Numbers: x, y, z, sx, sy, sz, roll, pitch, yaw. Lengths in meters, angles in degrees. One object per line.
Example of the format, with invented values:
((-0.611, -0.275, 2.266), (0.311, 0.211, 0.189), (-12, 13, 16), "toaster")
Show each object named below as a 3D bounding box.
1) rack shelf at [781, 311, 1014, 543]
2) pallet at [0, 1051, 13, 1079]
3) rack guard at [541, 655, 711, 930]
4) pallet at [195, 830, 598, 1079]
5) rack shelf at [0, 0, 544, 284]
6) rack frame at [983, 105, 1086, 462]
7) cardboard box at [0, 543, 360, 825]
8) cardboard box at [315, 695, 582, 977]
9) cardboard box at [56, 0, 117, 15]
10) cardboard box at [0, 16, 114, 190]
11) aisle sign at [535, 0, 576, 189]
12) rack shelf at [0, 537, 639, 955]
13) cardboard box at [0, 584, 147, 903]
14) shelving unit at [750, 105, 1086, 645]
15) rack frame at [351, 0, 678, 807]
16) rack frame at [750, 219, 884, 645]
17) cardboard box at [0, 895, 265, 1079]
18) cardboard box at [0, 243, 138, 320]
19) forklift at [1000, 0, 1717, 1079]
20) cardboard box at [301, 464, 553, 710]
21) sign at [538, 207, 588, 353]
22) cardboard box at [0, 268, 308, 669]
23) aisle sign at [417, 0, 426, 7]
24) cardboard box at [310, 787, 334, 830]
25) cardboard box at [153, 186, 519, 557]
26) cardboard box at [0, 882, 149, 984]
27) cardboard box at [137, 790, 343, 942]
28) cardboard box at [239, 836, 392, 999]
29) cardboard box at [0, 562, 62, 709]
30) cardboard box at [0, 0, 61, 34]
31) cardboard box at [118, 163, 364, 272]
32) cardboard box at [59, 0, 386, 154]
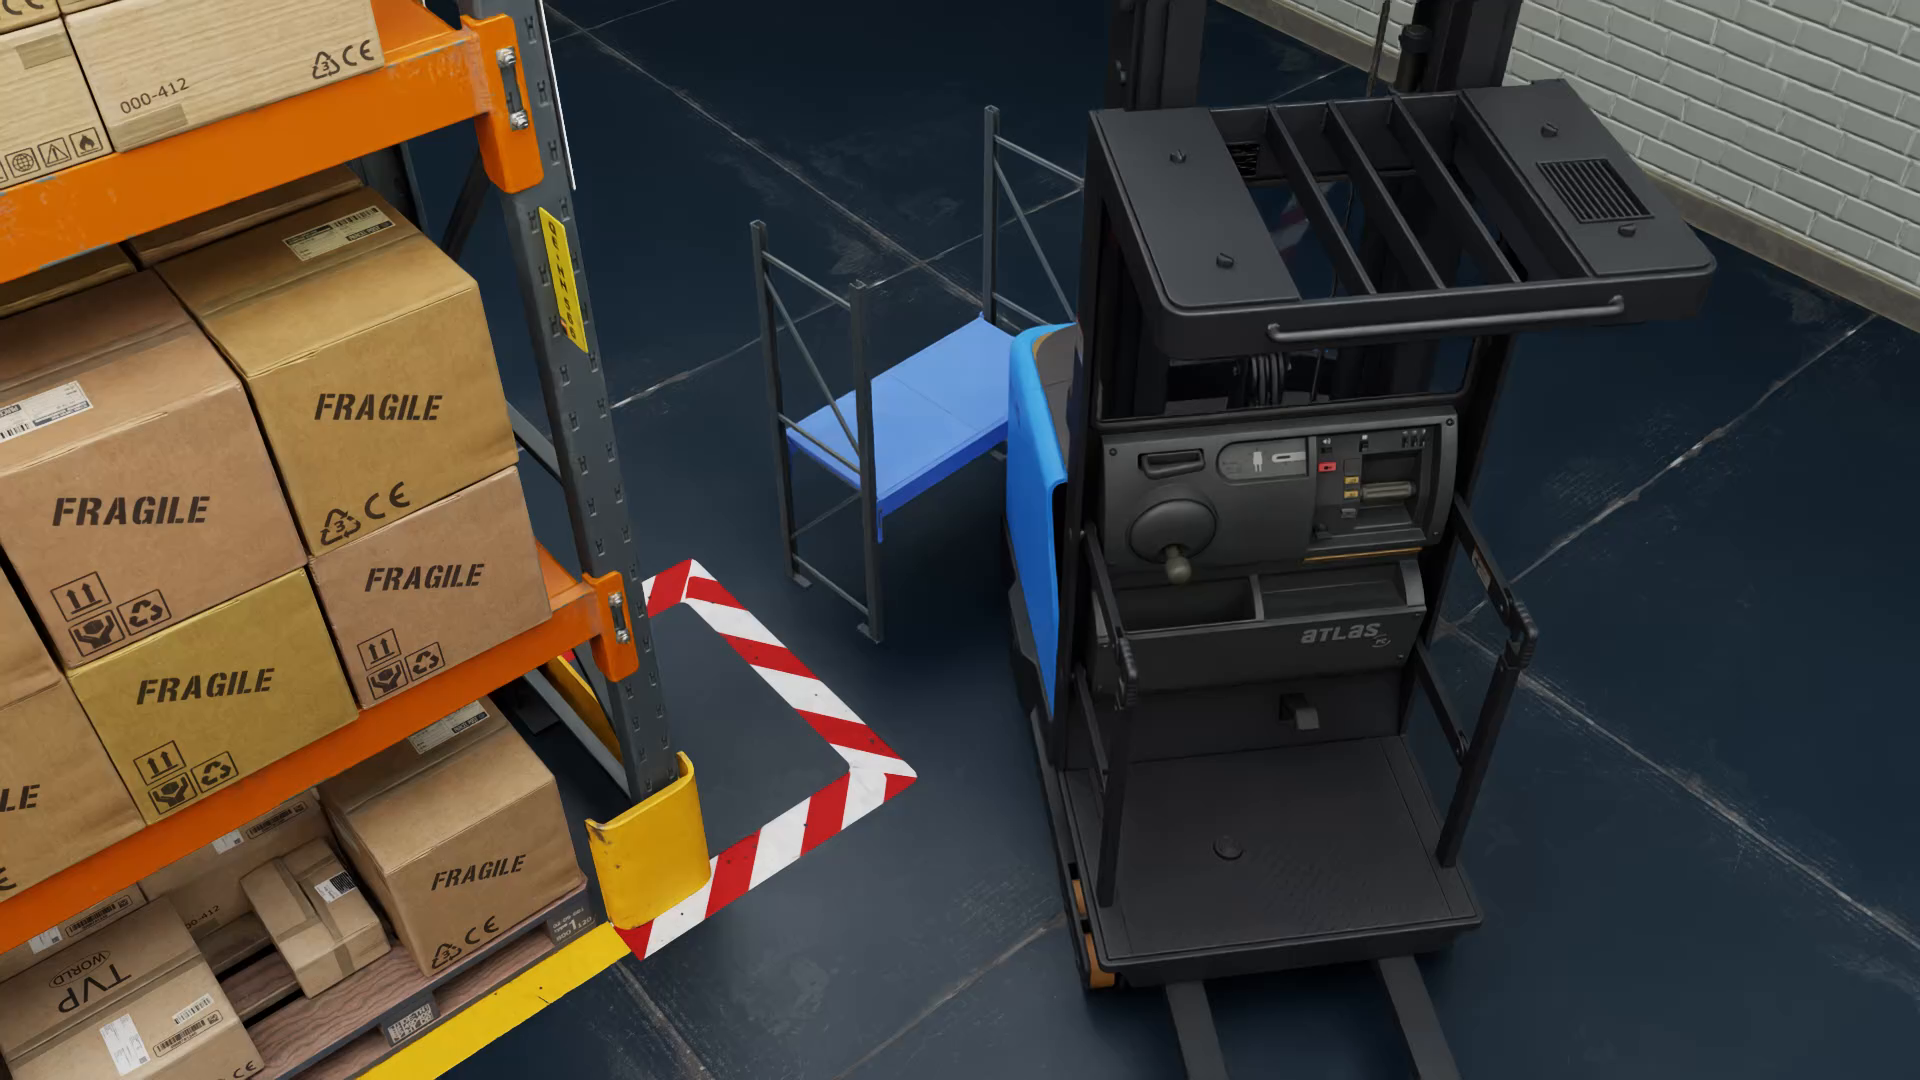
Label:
((-0.093, -0.421, 5.864), (1.000, 0.185, 0.538), (-34, 53, -31), "rack shelf")
((-2.796, 1.616, 4.376), (1.213, 0.211, 1.003), (-30, 51, -28), "pallet")
((-1.250, 0.627, 5.217), (0.348, 0.500, 1.175), (-30, 51, -28), "rack guard")
((-1.861, 1.083, 4.943), (1.213, 0.211, 1.003), (-30, 51, -28), "pallet")
((-2.726, -0.271, 2.681), (4.000, 0.370, 1.077), (-30, 51, -28), "rack shelf")
((0.270, -0.796, 6.001), (0.032, 1.500, 0.500), (-34, 53, -31), "rack frame")
((-1.756, 0.215, 3.757), (0.500, 0.500, 0.500), (-29, 51, -28), "cardboard box")
((-1.451, 0.801, 4.710), (0.500, 0.500, 0.500), (-30, 51, -28), "cardboard box")
((-1.422, -1.179, 2.868), (0.500, 0.250, 0.500), (-30, 51, -28), "cardboard box")
((-1.807, -0.779, 2.806), (0.500, 0.250, 0.500), (-30, 51, -28), "cardboard box")
((-0.943, -1.135, 3.368), (0.004, 0.787, 0.394), (-30, 51, -28), "aisle sign")
((-2.726, 0.823, 3.708), (4.000, 0.370, 1.077), (-30, 51, -28), "rack shelf")
((-2.143, 0.431, 3.527), (0.500, 0.500, 0.500), (-29, 51, -28), "cardboard box")
((-0.093, -0.553, 5.741), (1.048, 1.500, 0.538), (-34, 53, -31), "shelving unit")
((-1.192, -0.318, 4.397), (0.127, 3.000, 1.000), (-30, 51, -28), "rack frame")
((-0.456, -0.309, 5.482), (0.032, 1.500, 0.500), (-34, 53, -31), "rack frame")
((-2.199, 1.294, 4.368), (0.500, 0.250, 0.500), (-30, 51, -28), "cardboard box")
((-2.097, -0.429, 3.712), (0.500, 0.500, 0.500), (-29, 51, -27), "cardboard box")
((0.856, -0.026, 4.136), (1.130, 2.935, 3.031), (-5, 43, -6), "forklift")
((-1.361, -0.015, 4.001), (0.500, 0.500, 0.500), (-28, 50, -27), "cardboard box")
((-0.851, -0.555, 3.573), (0.005, 0.325, 0.100), (-30, 51, -28), "sign")
((-1.744, -0.156, 3.422), (0.500, 0.500, 0.500), (-28, 50, -27), "cardboard box")
((-1.328, -1.450, 3.703), (0.004, 0.787, 0.394), (-30, 51, -28), "aisle sign")
((-1.925, 0.668, 5.096), (0.250, 0.166, 0.380), (-30, 51, -28), "cardboard box")
((-1.357, -0.379, 3.659), (0.500, 0.500, 0.500), (-30, 51, -28), "cardboard box")
((-2.558, 1.053, 4.625), (0.500, 0.250, 0.500), (-30, 51, -28), "cardboard box")
((-2.174, 0.834, 4.858), (0.500, 0.250, 0.500), (-30, 51, -28), "cardboard box")
((-1.819, 1.053, 4.686), (0.250, 0.166, 0.380), (-30, 51, -28), "cardboard box")
((-2.138, 0.074, 3.177), (0.500, 0.500, 0.500), (-28, 50, -27), "cardboard box")
((-1.806, -0.959, 2.634), (0.500, 0.250, 0.500), (-30, 51, -28), "cardboard box")
((-1.701, -0.662, 3.961), (0.500, 0.500, 0.500), (-28, 50, -27), "cardboard box")
((-1.417, -0.992, 3.034), (0.500, 0.250, 0.500), (-30, 51, -28), "cardboard box")
